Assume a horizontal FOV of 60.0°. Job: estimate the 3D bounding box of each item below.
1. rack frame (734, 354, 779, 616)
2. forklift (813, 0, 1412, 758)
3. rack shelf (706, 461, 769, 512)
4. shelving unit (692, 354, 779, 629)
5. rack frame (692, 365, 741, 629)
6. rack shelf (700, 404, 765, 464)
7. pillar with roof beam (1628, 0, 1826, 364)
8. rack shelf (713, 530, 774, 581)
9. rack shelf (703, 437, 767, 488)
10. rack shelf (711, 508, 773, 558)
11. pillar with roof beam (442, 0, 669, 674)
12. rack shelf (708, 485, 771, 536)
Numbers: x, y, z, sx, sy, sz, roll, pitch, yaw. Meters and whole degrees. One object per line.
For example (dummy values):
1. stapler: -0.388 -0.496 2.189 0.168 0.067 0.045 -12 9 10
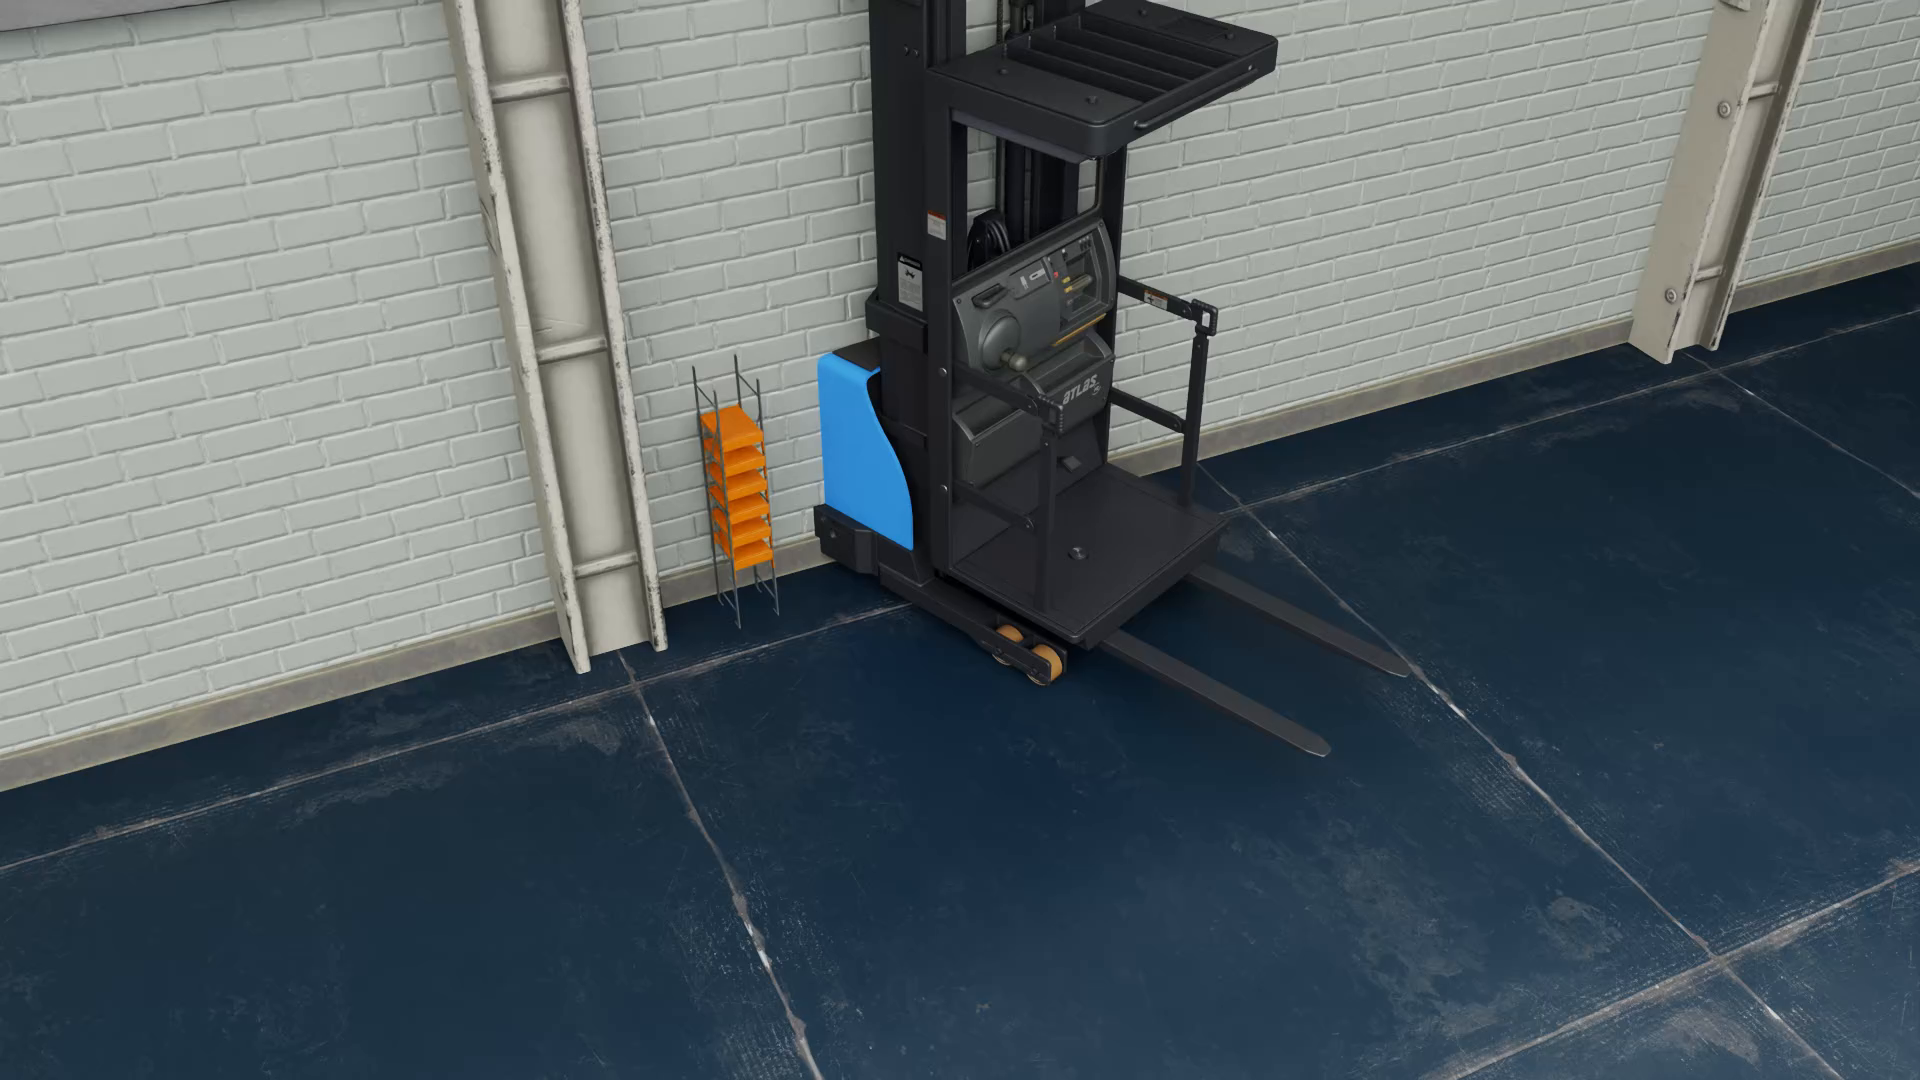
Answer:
1. rack frame: -0.857 -0.212 7.029 0.006 1.200 0.240 -19 41 -24
2. forklift: 0.467 -0.928 6.541 3.031 2.935 1.130 28 45 32
3. rack shelf: -0.936 -0.246 6.947 0.180 0.103 0.258 -19 41 -24
4. shelving unit: -0.936 -0.185 6.992 0.189 1.200 0.258 -19 41 -24
5. rack frame: -1.016 -0.158 6.955 0.006 1.200 0.240 -19 41 -24
6. rack shelf: -0.936 -0.438 6.804 0.180 0.103 0.258 -19 41 -24
7. pillar with roof beam: 5.768 -2.380 3.405 0.400 9.000 9.100 -16 39 -20
8. rack shelf: -0.936 0.044 7.162 0.180 0.103 0.258 -19 41 -24
9. rack shelf: -0.936 -0.342 6.876 0.180 0.103 0.258 -19 41 -24
10. rack shelf: -0.936 -0.053 7.090 0.180 0.103 0.258 -19 41 -24
11. pillar with roof beam: 0.337 -0.862 1.358 0.400 9.000 9.100 -16 39 -20
12. rack shelf: -0.936 -0.149 7.019 0.180 0.103 0.258 -19 41 -24
